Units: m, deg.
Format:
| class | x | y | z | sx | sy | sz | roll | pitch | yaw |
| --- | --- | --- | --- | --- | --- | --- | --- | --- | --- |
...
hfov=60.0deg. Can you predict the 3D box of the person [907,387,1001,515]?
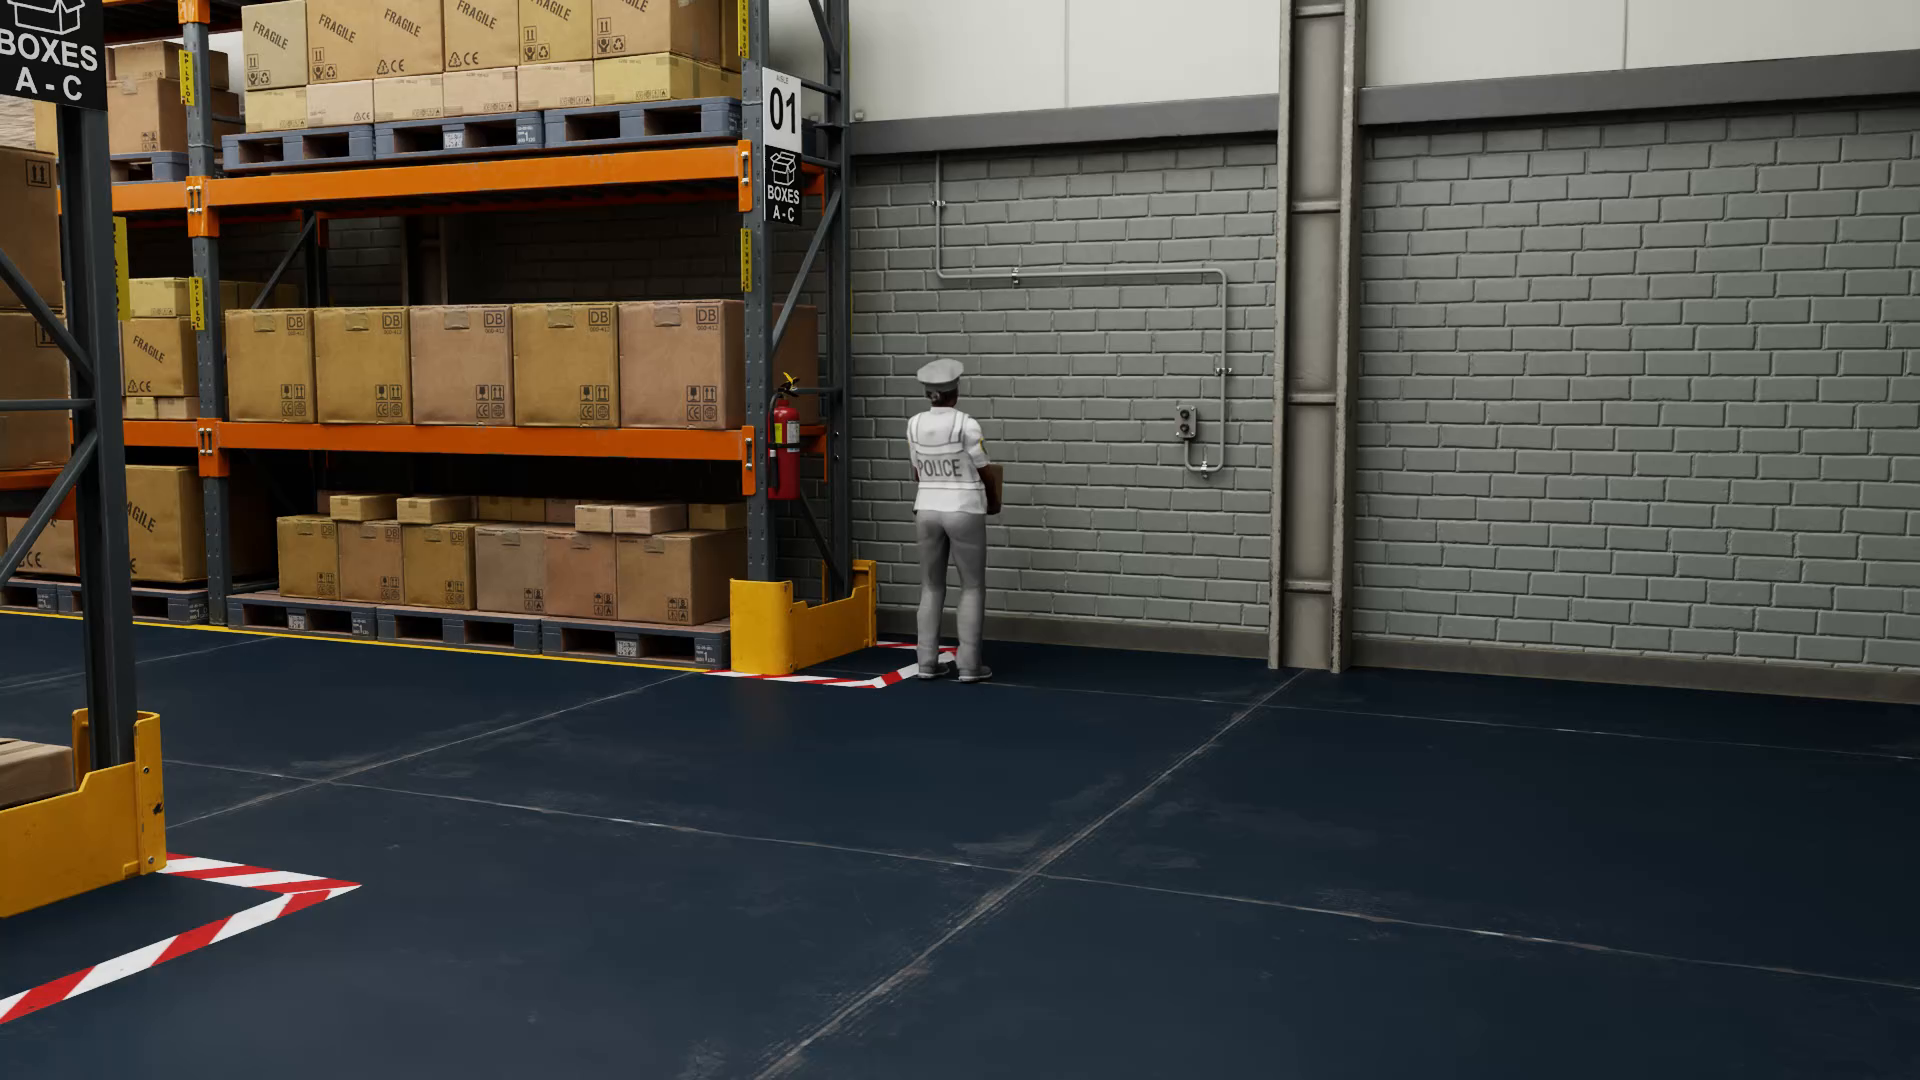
| class | x | y | z | sx | sy | sz | roll | pitch | yaw |
| --- | --- | --- | --- | --- | --- | --- | --- | --- | --- |
| person | -0.015 | -0.518 | 8.739 | 0.450 | 0.791 | 0.517 | 3 | 6 | 25 |
